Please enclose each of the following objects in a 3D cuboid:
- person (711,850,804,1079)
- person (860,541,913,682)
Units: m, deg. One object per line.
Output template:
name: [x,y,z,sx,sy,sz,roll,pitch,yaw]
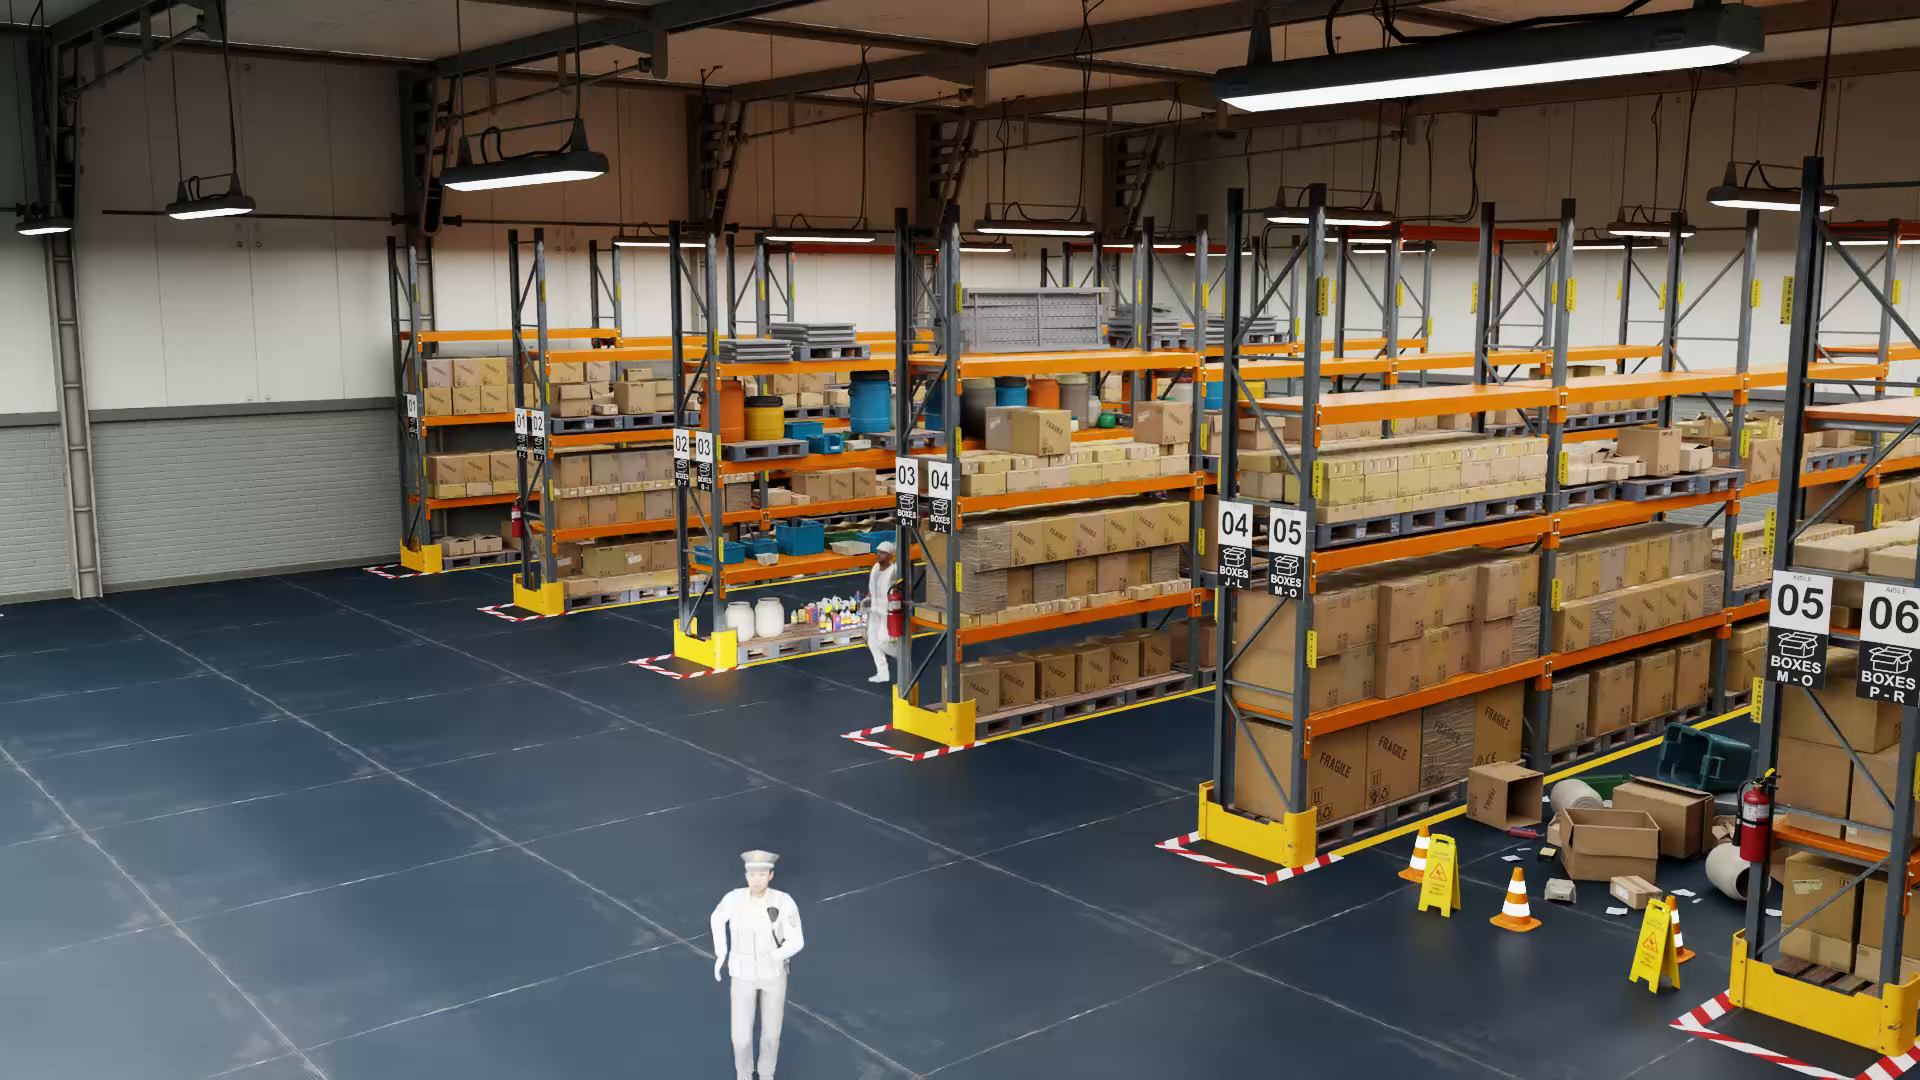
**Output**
person: [-1.271,2.747,10.421,0.593,1.670,0.636,-1,9,-5]
person: [-0.888,0.861,20.456,0.571,1.713,0.730,-8,12,-43]
